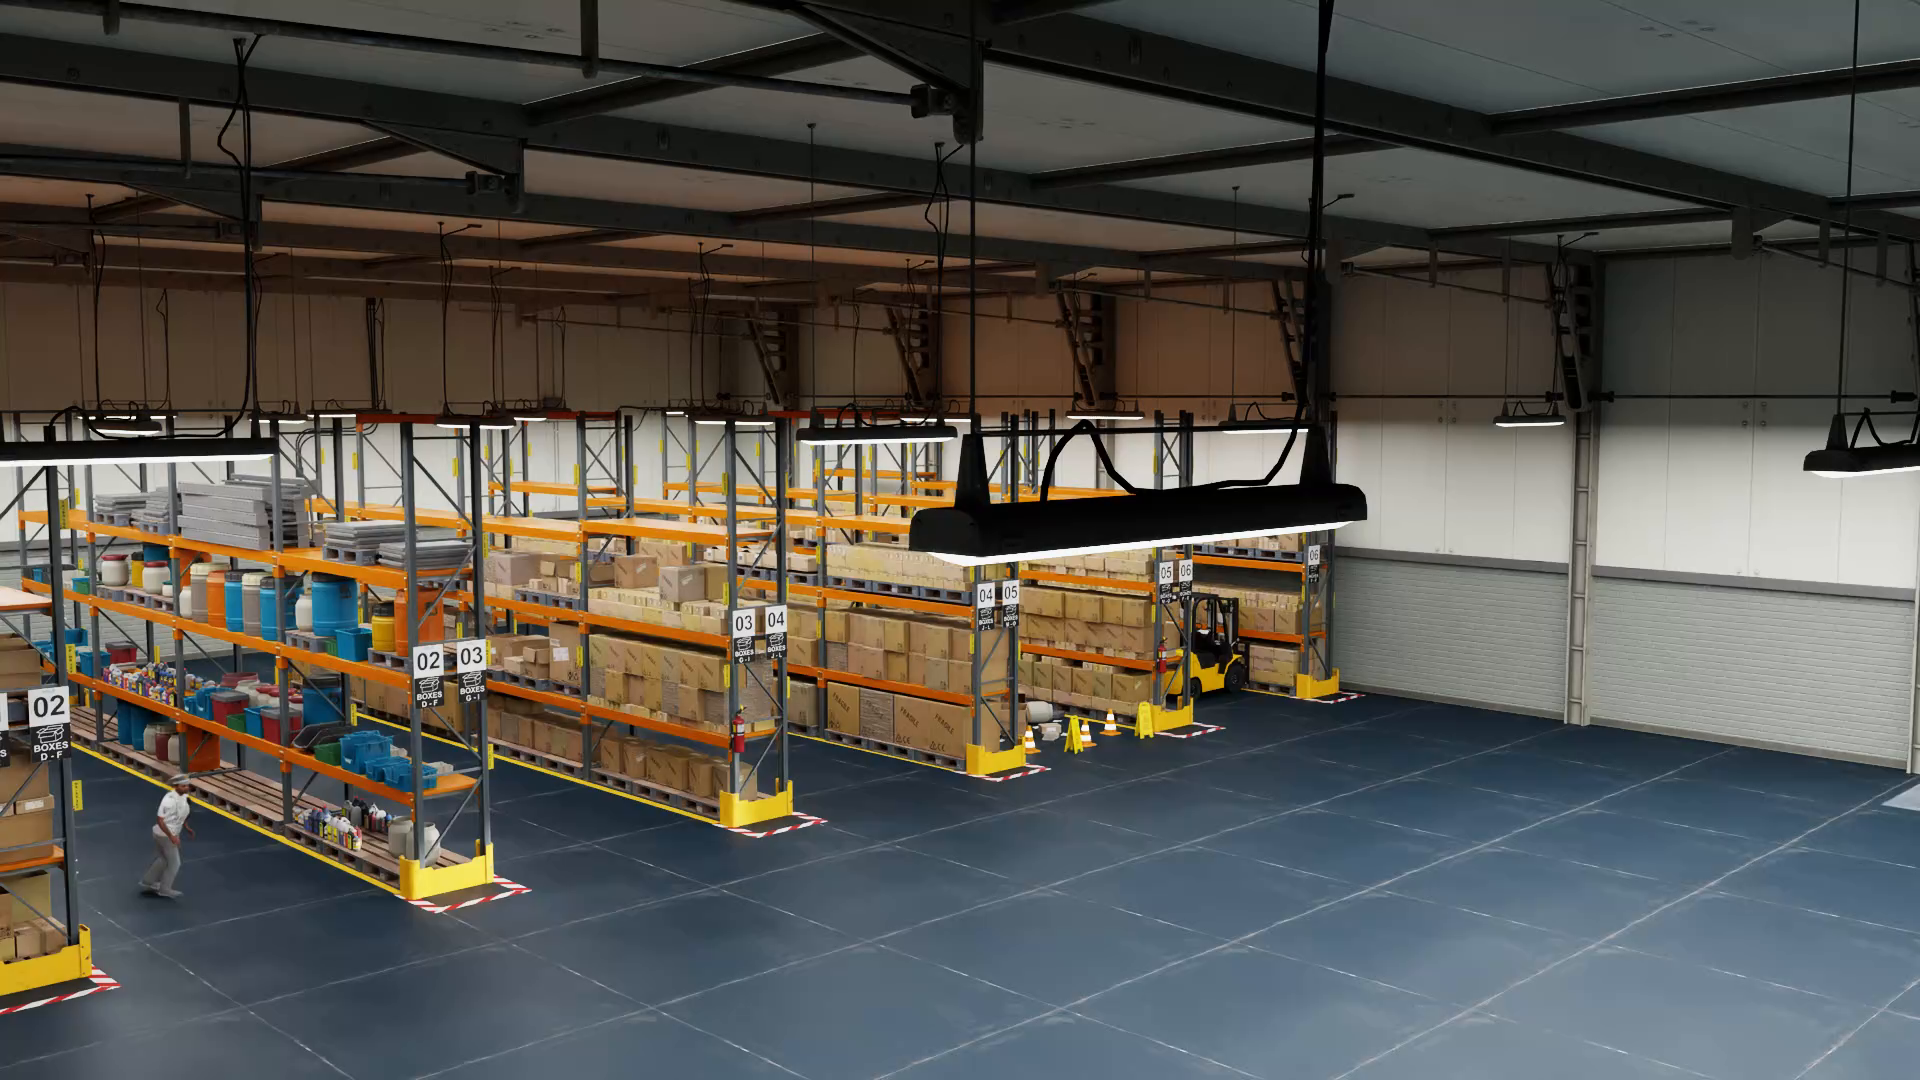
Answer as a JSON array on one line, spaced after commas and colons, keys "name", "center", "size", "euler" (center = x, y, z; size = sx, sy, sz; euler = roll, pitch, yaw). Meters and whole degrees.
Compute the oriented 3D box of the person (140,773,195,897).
[{"name": "person", "center": [-10.037, 3.724, 20.998], "size": [0.767, 1.621, 0.588], "euler": [0, 5, -3]}]
